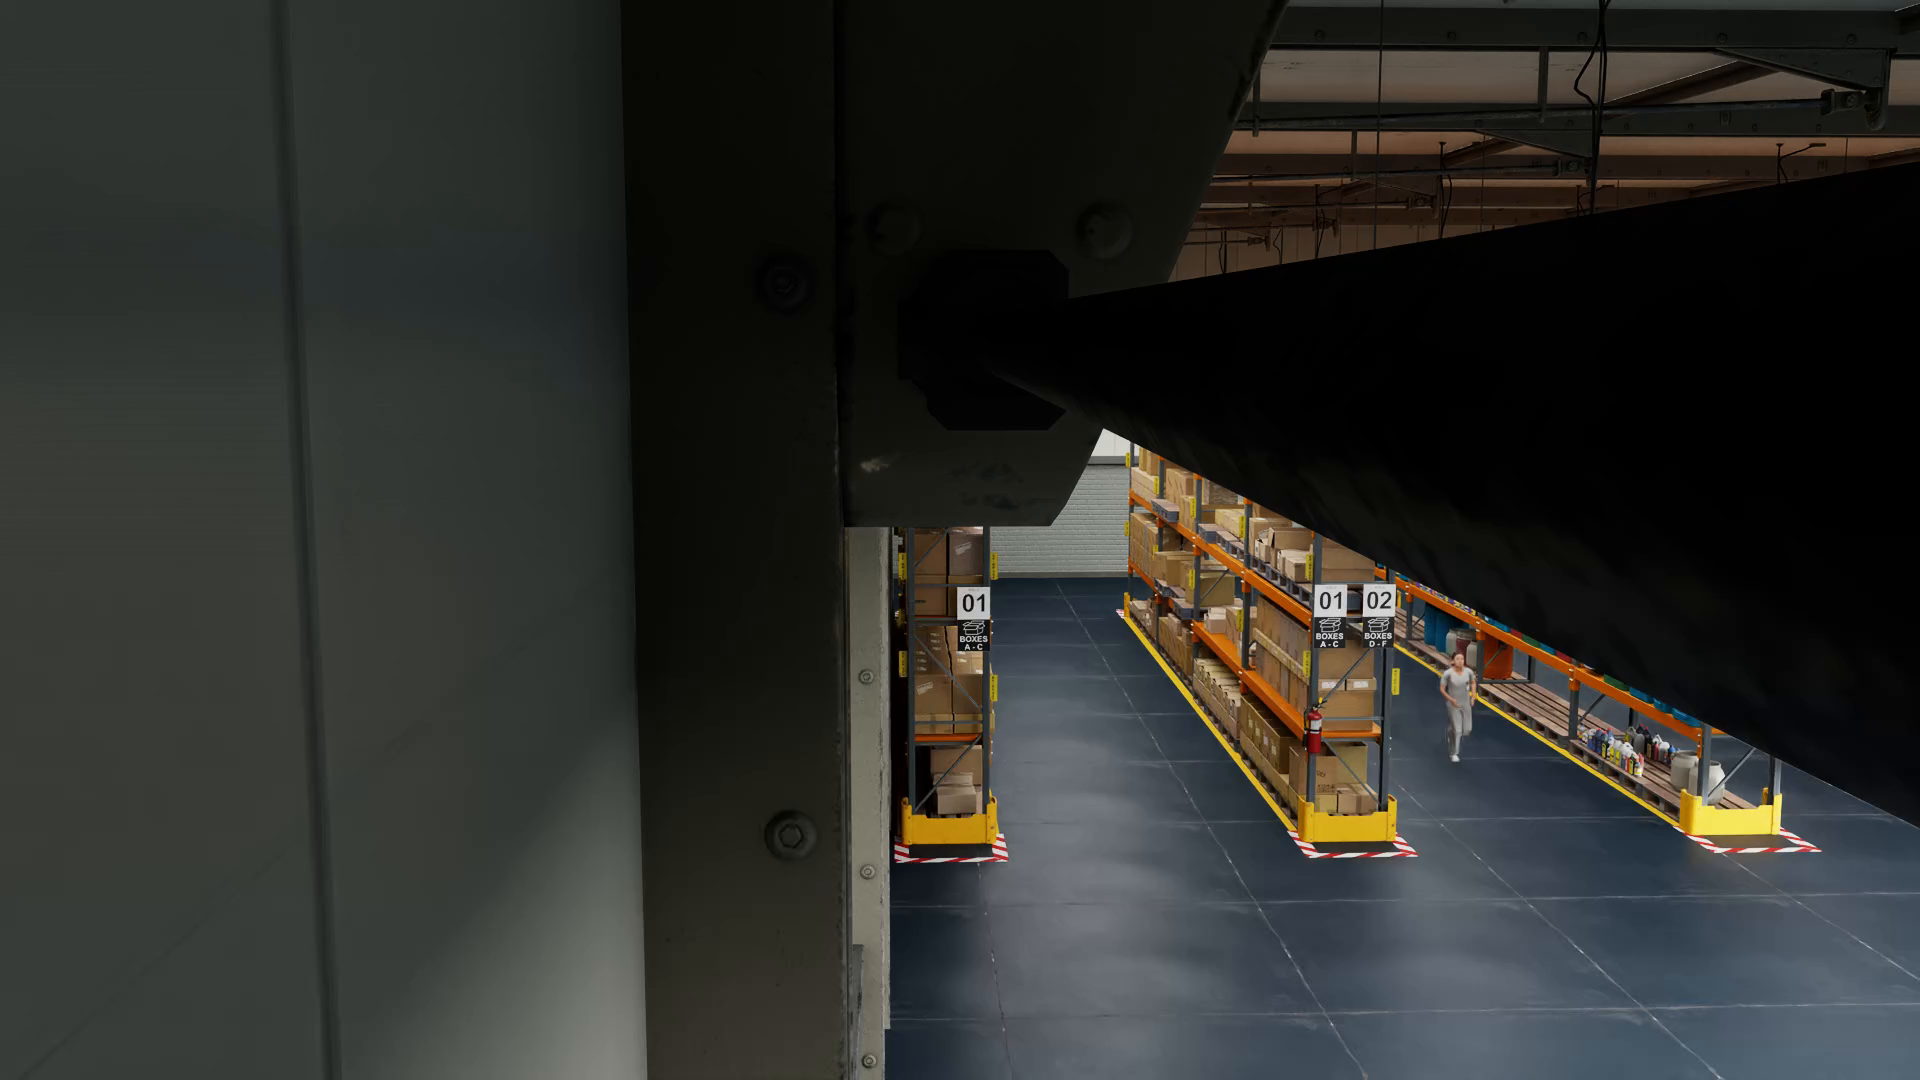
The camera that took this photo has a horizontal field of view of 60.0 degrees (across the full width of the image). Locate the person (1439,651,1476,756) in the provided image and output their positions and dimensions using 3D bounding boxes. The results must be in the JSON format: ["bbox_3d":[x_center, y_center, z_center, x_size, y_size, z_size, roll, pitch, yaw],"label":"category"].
[{"bbox_3d":[7.287,2.394,24.314,0.579,1.572,0.578,-1,7,-4],"label":"person"}]
